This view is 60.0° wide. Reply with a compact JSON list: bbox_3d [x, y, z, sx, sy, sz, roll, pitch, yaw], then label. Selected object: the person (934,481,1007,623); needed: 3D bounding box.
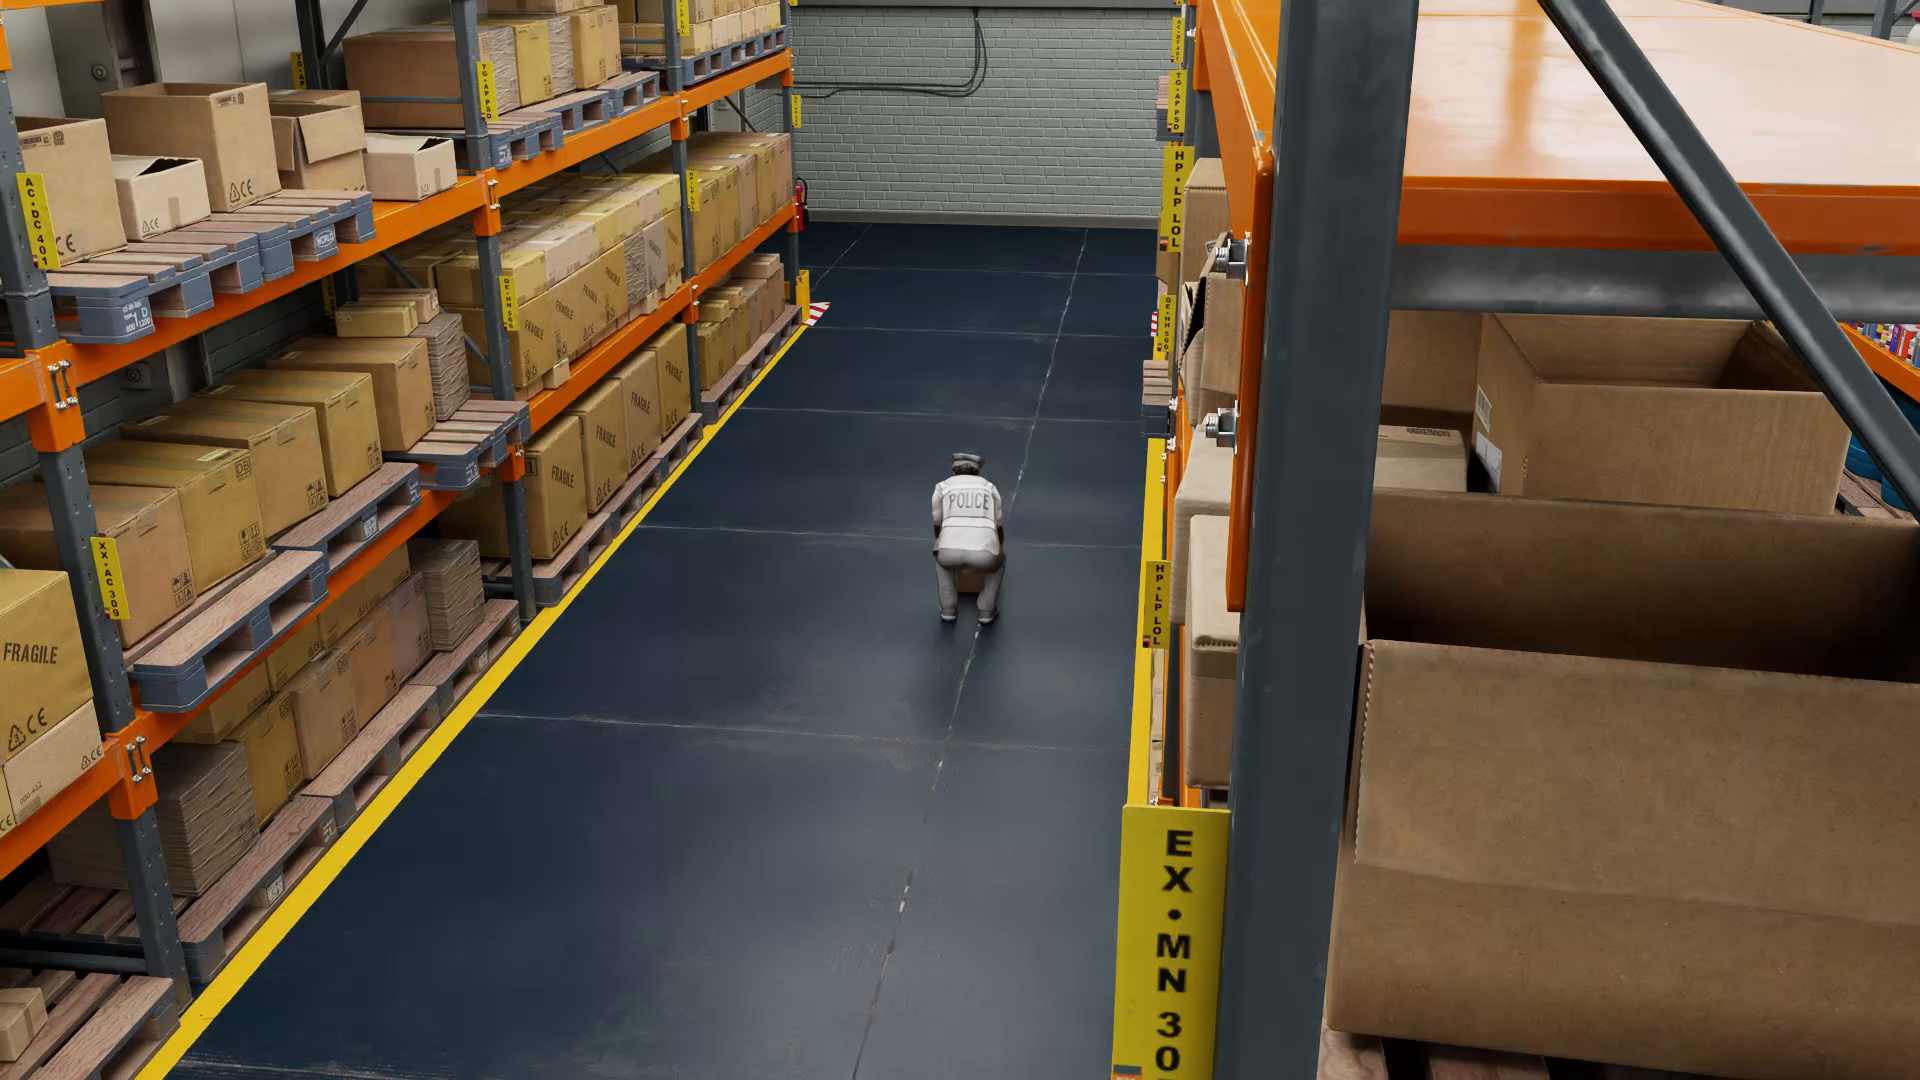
[{"bbox_3d":[0.069,0.074,10.663,0.464,0.791,0.927,2,21,5],"label":"person"}]
